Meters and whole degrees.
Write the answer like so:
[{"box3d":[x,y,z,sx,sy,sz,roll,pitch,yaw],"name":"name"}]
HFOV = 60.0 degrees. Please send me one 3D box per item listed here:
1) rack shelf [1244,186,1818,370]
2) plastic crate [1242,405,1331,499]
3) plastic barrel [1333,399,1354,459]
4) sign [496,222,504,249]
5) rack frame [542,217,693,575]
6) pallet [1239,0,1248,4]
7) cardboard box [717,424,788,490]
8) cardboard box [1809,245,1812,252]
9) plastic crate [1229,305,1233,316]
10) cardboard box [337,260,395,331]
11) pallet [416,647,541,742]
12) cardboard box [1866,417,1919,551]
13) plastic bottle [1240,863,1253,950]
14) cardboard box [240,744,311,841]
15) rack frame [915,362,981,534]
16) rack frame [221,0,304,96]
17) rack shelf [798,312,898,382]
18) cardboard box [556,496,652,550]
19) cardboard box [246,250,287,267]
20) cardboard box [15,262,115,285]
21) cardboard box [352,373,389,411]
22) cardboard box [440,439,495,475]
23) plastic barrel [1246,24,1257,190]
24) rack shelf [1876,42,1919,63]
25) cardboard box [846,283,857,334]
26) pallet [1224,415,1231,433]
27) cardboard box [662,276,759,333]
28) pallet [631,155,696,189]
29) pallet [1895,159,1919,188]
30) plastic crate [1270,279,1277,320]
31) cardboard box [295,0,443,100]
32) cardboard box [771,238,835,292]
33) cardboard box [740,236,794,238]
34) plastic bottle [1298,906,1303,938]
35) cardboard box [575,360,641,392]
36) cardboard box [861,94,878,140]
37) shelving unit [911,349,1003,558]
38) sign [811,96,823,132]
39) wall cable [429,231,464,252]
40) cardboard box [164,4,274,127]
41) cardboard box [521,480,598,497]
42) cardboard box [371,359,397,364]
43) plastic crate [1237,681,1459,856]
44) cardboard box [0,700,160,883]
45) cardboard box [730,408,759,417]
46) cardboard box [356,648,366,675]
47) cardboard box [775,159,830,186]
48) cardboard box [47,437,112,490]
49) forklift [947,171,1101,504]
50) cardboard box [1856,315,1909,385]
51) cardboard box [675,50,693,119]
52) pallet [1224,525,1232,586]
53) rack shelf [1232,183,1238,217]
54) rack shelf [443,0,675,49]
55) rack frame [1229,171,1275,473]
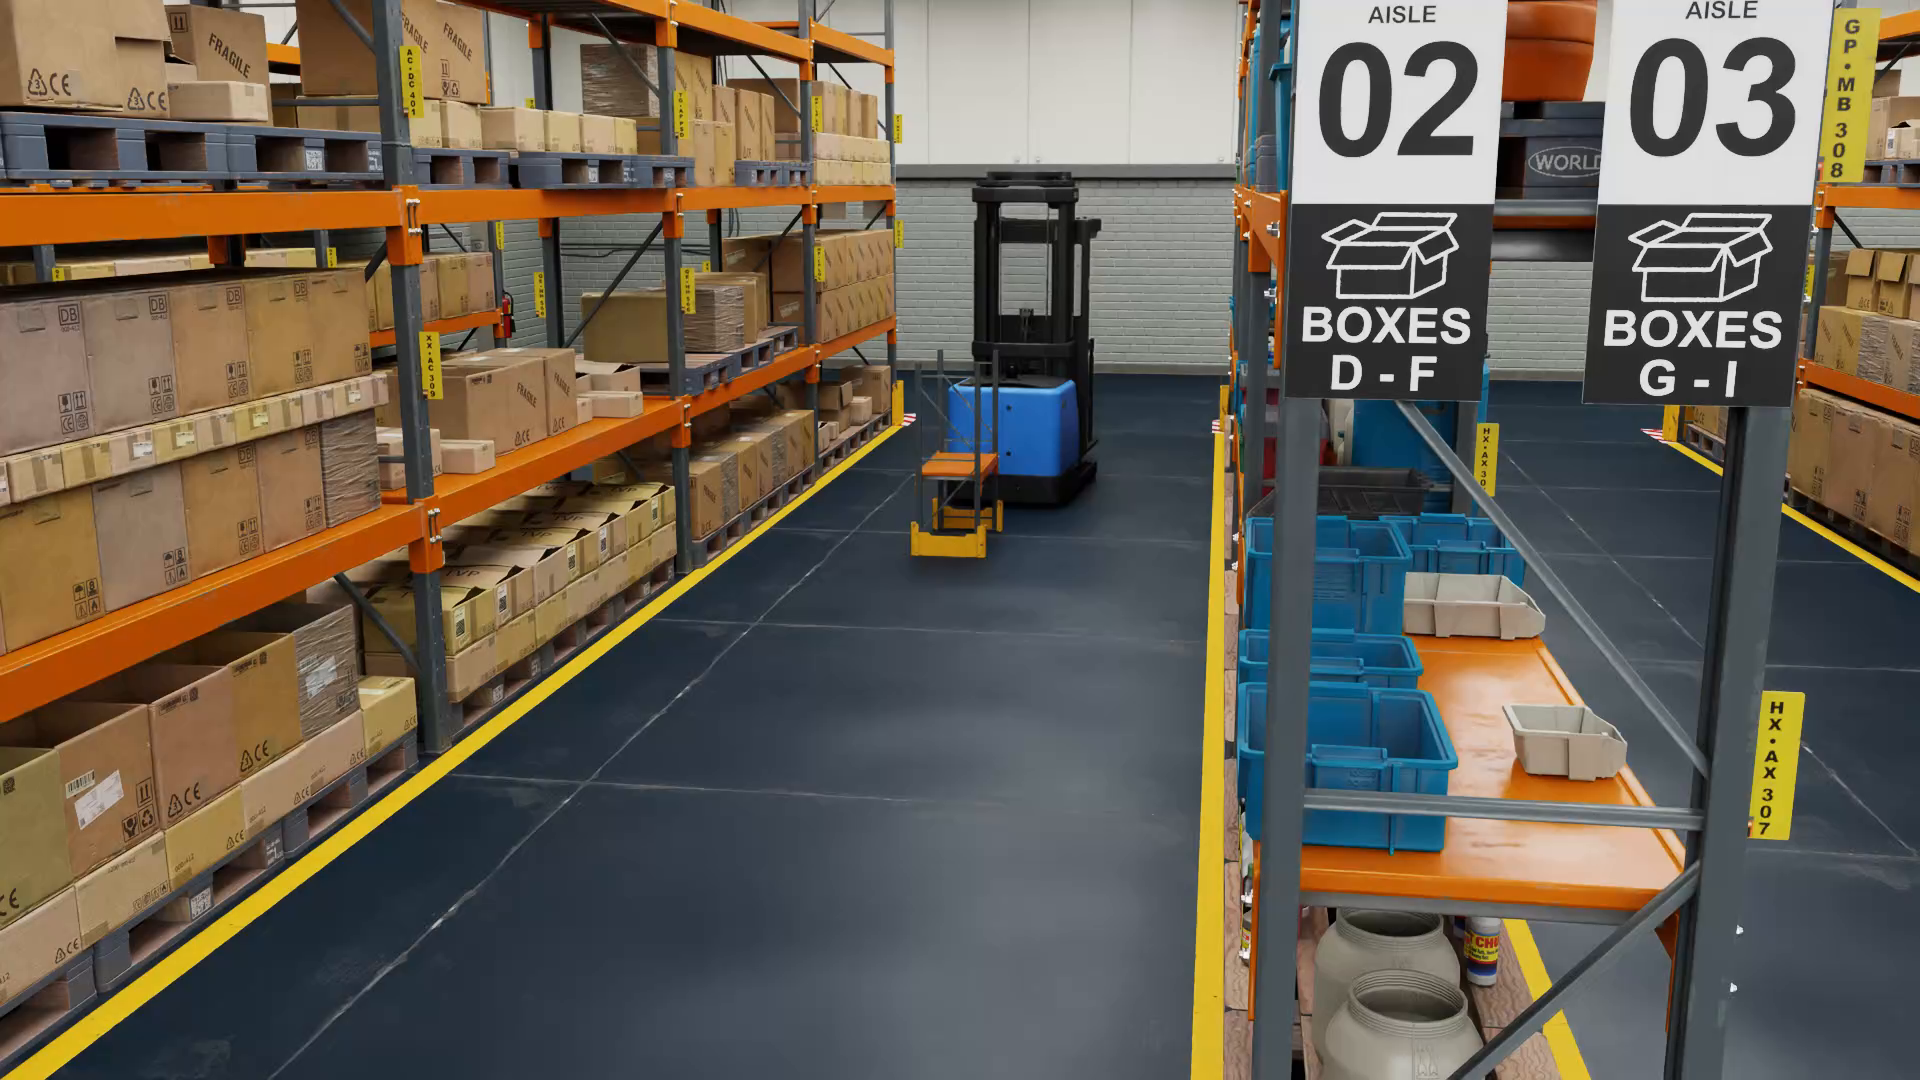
[{"box3d":[1.476,-0.938,5.314,1.077,0.370,4.000,2,12,9],"name":"rack shelf"},{"box3d":[1.555,-0.382,7.993,0.402,0.464,0.583,2,12,9],"name":"plastic crate"},{"box3d":[2.260,-0.651,9.072,0.433,0.535,0.433,0,12,0],"name":"plastic barrel"},{"box3d":[-5.626,-3.720,20.325,0.100,0.325,0.005,2,12,9],"name":"sign"},{"box3d":[-2.495,-1.234,12.098,1.000,3.000,0.127,2,12,9],"name":"rack frame"},{"box3d":[2.540,-3.866,11.472,1.213,0.211,1.003,2,12,9],"name":"pallet"},{"box3d":[-1.835,-0.741,14.699,0.500,0.500,0.500,2,12,9],"name":"cardboard box"},{"box3d":[8.708,-2.906,17.728,0.500,0.500,0.500,2,12,9],"name":"cardboard box"},{"box3d":[3.063,-2.370,17.628,0.416,0.233,0.300,2,12,9],"name":"plastic crate"},{"box3d":[-6.558,-2.637,17.897,0.980,0.700,0.700,2,12,7],"name":"cardboard box"},{"box3d":[-3.036,0.807,9.246,1.003,0.211,1.213,2,12,9],"name":"pallet"},{"box3d":[7.564,-0.407,12.308,1.225,0.875,0.875,2,12,9],"name":"cardboard box"},{"box3d":[1.017,1.284,5.818,0.061,0.283,0.133,2,12,10],"name":"plastic bottle"},{"box3d":[-3.115,1.050,7.032,0.500,0.250,0.500,2,12,9],"name":"cardboard box"},{"box3d":[-0.091,-0.610,12.762,0.500,1.500,0.032,2,12,9],"name":"rack frame"},{"box3d":[-6.776,-5.159,16.071,1.000,3.000,0.127,2,12,9],"name":"rack frame"},{"box3d":[-1.573,-2.131,17.969,1.077,0.370,4.000,2,12,9],"name":"rack shelf"},{"box3d":[-2.406,-0.144,11.239,0.500,0.311,0.500,2,12,8],"name":"cardboard box"},{"box3d":[-6.683,-2.585,15.598,0.500,0.250,0.500,2,12,10],"name":"cardboard box"},{"box3d":[-7.062,-2.056,13.144,0.500,0.250,0.500,2,12,10],"name":"cardboard box"},{"box3d":[-2.941,-0.704,7.861,0.380,0.149,0.250,2,12,9],"name":"cardboard box"},{"box3d":[-2.772,-0.456,9.086,0.380,0.149,0.250,2,12,9],"name":"cardboard box"},{"box3d":[1.848,-2.336,8.905,0.600,0.901,0.708,2,12,9],"name":"plastic barrel"},{"box3d":[8.215,-4.546,15.887,1.077,0.370,4.000,2,12,9],"name":"rack shelf"},{"box3d":[-1.378,-2.423,17.381,0.500,0.500,0.500,2,12,8],"name":"cardboard box"},{"box3d":[3.464,-1.204,18.580,1.003,0.211,1.213,2,12,9],"name":"pallet"},{"box3d":[-2.217,-2.084,14.809,0.700,0.500,0.500,4,13,18],"name":"cardboard box"},{"box3d":[-2.511,-2.464,11.133,1.213,0.211,1.003,2,12,11],"name":"pallet"},{"box3d":[7.508,-2.655,12.020,1.003,0.211,1.213,2,12,11],"name":"pallet"},{"box3d":[3.762,-2.709,18.716,0.616,0.435,0.499,2,12,9],"name":"plastic crate"},{"box3d":[-2.977,-2.493,8.401,0.500,0.500,0.500,2,12,9],"name":"cardboard box"},{"box3d":[-1.530,-2.693,16.259,0.500,0.500,0.500,2,12,10],"name":"cardboard box"},{"box3d":[-1.982,-2.824,16.869,0.500,0.500,0.500,2,12,8],"name":"cardboard box"},{"box3d":[1.189,1.261,5.926,0.061,0.283,0.133,2,12,9],"name":"plastic bottle"},{"box3d":[-2.594,-1.116,11.763,0.500,0.311,0.500,3,12,12],"name":"cardboard box"},{"box3d":[-1.328,-4.796,18.895,0.700,0.500,0.500,2,12,9],"name":"cardboard box"},{"box3d":[-0.012,-0.717,13.262,0.587,1.500,1.083,2,12,9],"name":"shelving unit"},{"box3d":[-1.331,-3.961,15.470,0.100,0.325,0.005,2,12,9],"name":"sign"},{"box3d":[-6.898,-3.853,21.839,0.084,1.984,1.851,2,12,9],"name":"wall cable"},{"box3d":[-3.449,-2.094,7.402,0.500,0.500,0.500,3,13,13],"name":"cardboard box"},{"box3d":[-2.866,-0.270,11.823,0.500,0.311,0.500,2,12,11],"name":"cardboard box"},{"box3d":[-6.541,-1.979,18.952,0.380,0.149,0.250,2,12,9],"name":"cardboard box"},{"box3d":[0.949,0.552,4.167,0.499,0.251,0.616,2,12,9],"name":"plastic crate"},{"box3d":[-3.284,0.891,5.990,0.500,0.500,0.500,2,12,9],"name":"cardboard box"},{"box3d":[-2.195,-0.967,15.748,0.500,0.500,0.500,1,12,6],"name":"cardboard box"},{"box3d":[-3.333,0.642,8.924,0.500,0.250,0.500,2,12,8],"name":"cardboard box"},{"box3d":[-1.561,-3.553,16.094,0.500,0.250,0.500,2,12,9],"name":"cardboard box"},{"box3d":[-3.257,-0.277,5.883,0.380,0.149,0.250,2,12,8],"name":"cardboard box"},{"box3d":[0.729,-2.017,15.894,1.130,2.935,3.031,3,13,13],"name":"forklift"},{"box3d":[7.436,-1.497,13.083,0.500,0.500,0.500,2,12,7],"name":"cardboard box"},{"box3d":[-2.344,-3.435,12.579,0.500,0.500,0.500,2,12,9],"name":"cardboard box"},{"box3d":[2.479,0.125,12.411,1.003,0.211,1.213,2,12,9],"name":"pallet"},{"box3d":[3.321,-3.436,16.905,1.077,0.370,4.000,2,12,9],"name":"rack shelf"},{"box3d":[-2.803,-3.203,9.652,1.077,0.370,4.000,2,12,9],"name":"rack shelf"},{"box3d":[3.014,-1.905,15.214,1.000,3.000,0.127,2,12,9],"name":"rack frame"}]
